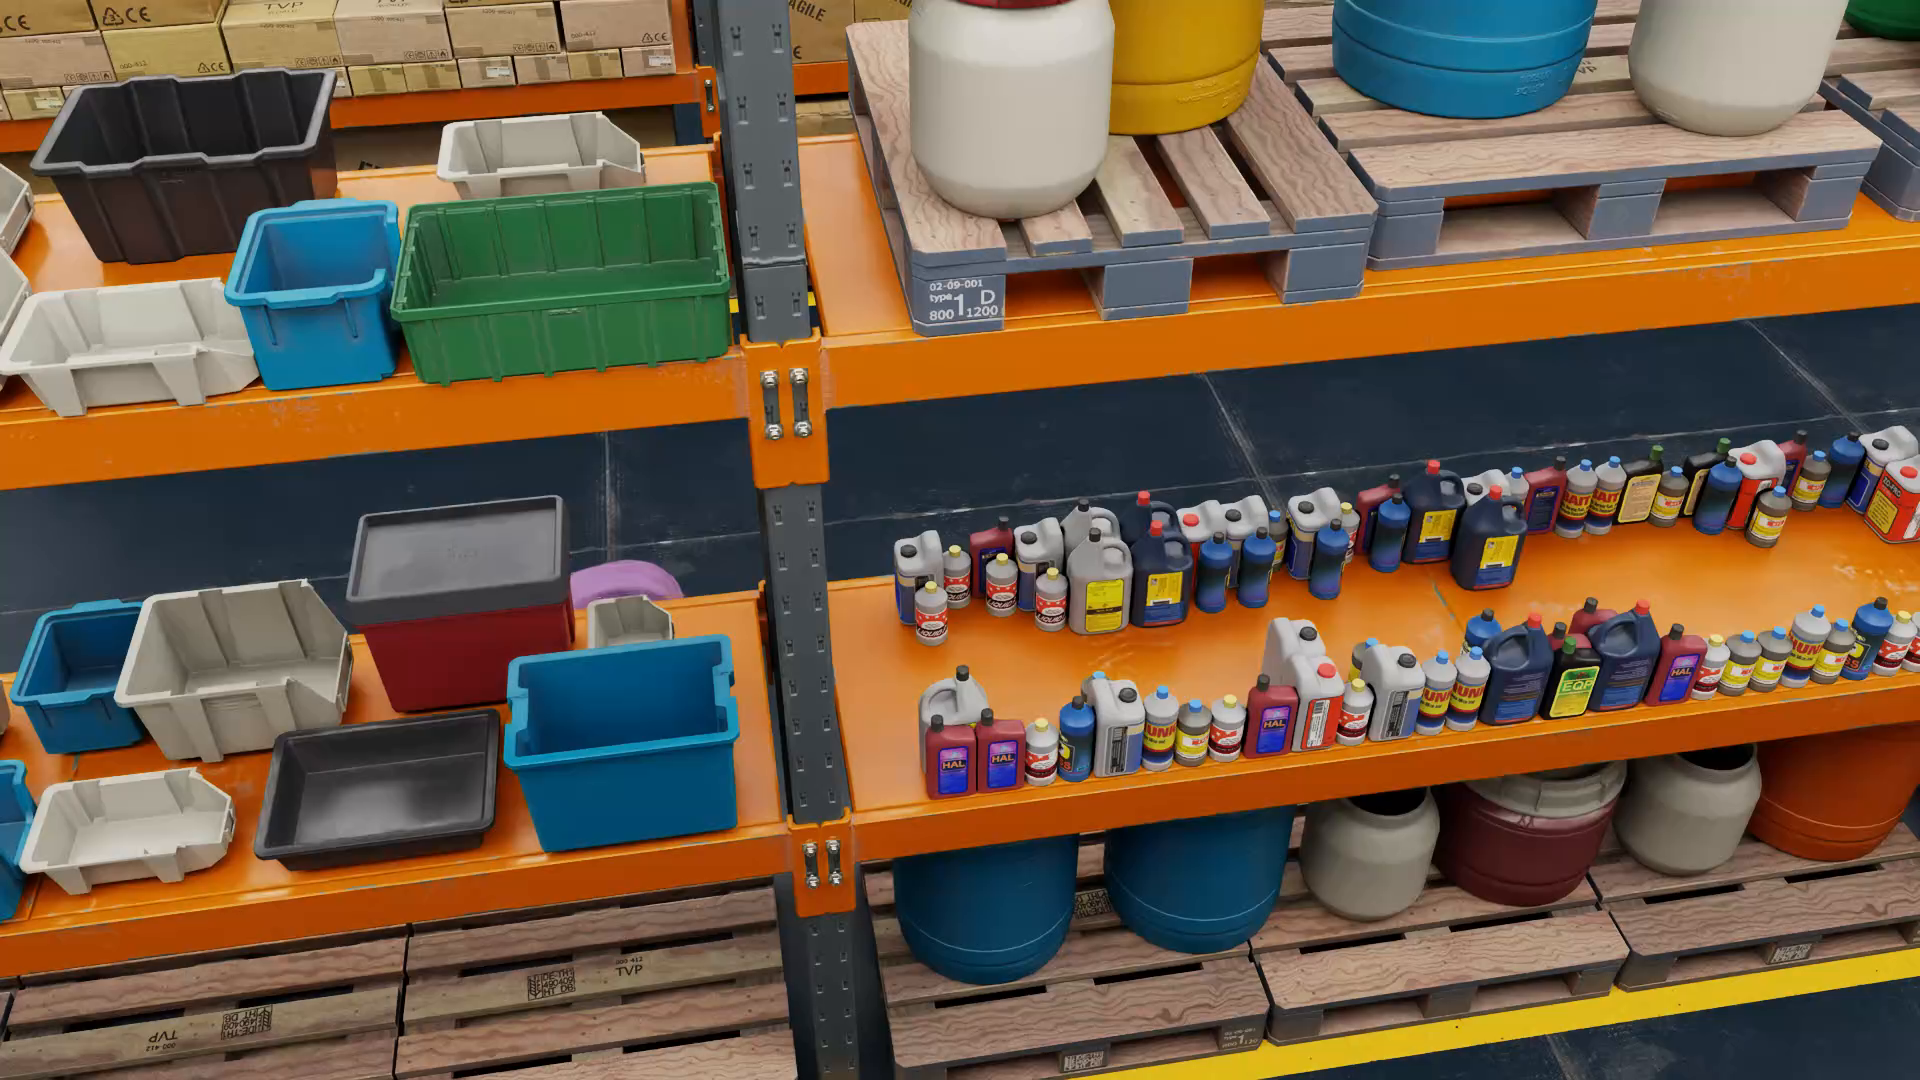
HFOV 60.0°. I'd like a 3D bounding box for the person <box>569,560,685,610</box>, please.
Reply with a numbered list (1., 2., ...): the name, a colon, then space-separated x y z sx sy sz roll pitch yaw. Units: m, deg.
1. person: -1.449 0.466 6.294 0.873 0.767 0.422 -13 41 -15
